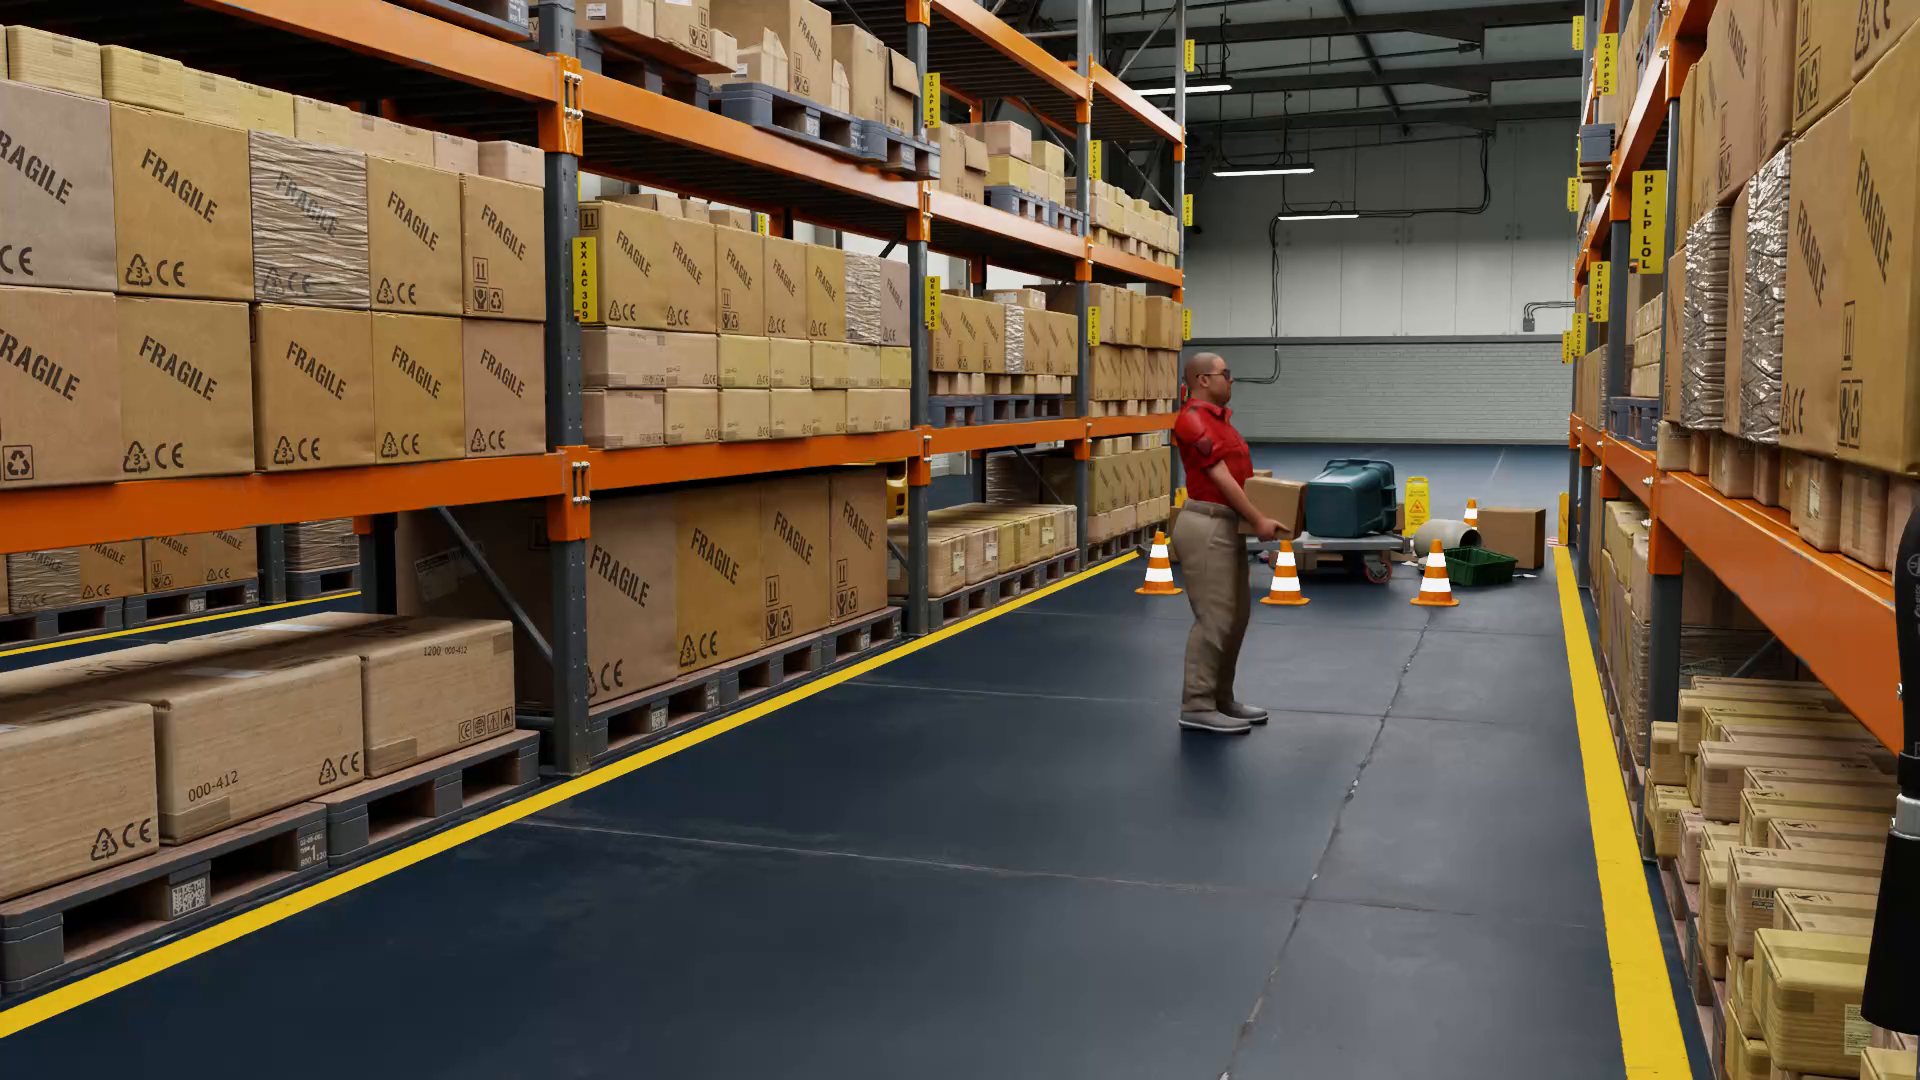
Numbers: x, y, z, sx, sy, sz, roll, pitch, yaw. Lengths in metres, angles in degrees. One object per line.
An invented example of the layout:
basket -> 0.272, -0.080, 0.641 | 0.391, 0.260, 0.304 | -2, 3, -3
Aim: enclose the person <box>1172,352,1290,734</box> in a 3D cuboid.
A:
person -> 1.263, 0.002, 7.629 | 0.538, 1.718, 0.494 | 2, 5, 20
